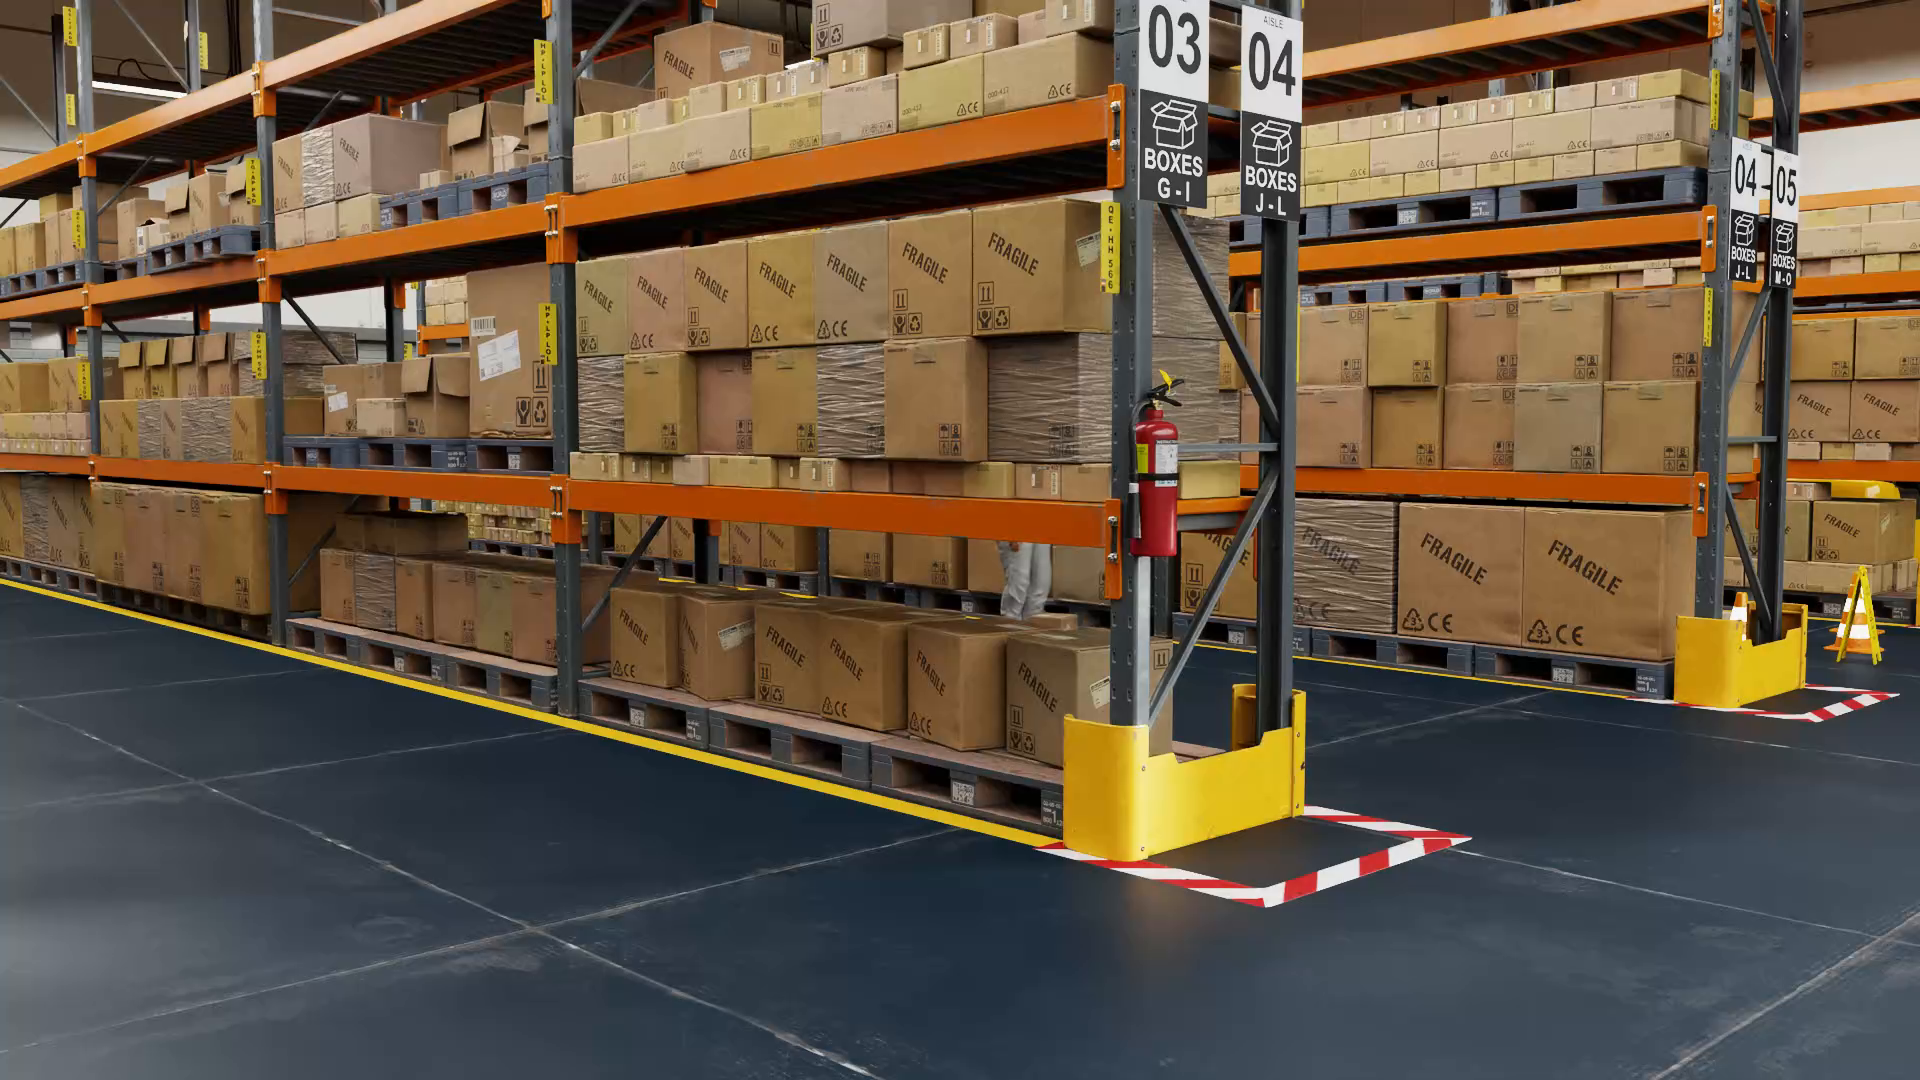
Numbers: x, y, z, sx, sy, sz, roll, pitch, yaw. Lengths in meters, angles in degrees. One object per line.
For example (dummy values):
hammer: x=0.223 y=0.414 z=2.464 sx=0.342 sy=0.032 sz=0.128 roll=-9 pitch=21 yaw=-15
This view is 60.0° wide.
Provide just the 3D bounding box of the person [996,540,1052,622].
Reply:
person: x=0.479 y=-0.057 z=11.815 sx=0.471 sy=1.665 sz=0.564 roll=3 pitch=5 yaw=32
